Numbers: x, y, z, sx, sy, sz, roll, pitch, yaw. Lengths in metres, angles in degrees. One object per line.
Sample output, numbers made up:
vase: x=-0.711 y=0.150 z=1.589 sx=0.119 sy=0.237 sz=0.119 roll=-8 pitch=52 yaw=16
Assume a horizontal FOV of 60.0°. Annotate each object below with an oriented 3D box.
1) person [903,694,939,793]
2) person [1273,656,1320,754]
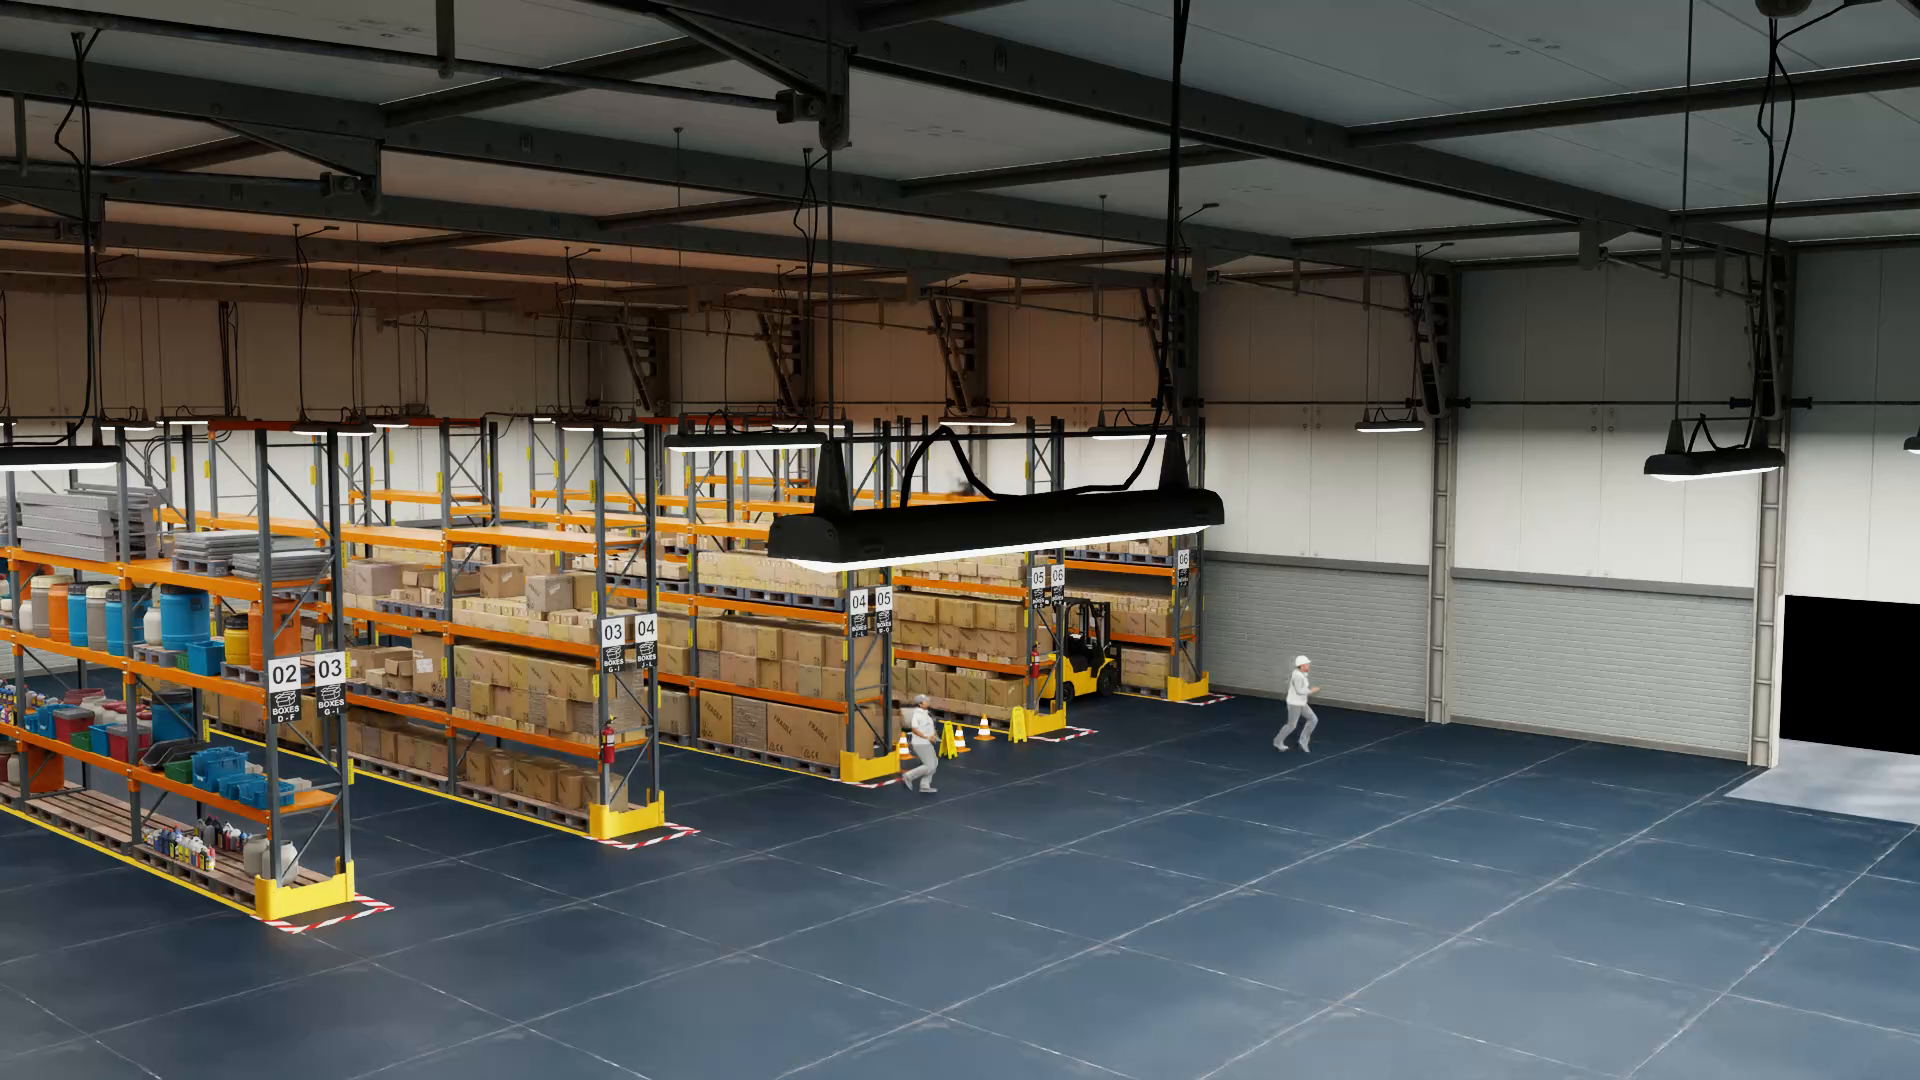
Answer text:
person: x=-0.632 y=3.289 z=26.890 sx=0.578 sy=1.615 sz=0.605 roll=0 pitch=5 yaw=2
person: x=6.068 y=2.965 z=29.950 sx=0.827 sy=1.790 sz=0.680 roll=2 pitch=5 yaw=20
